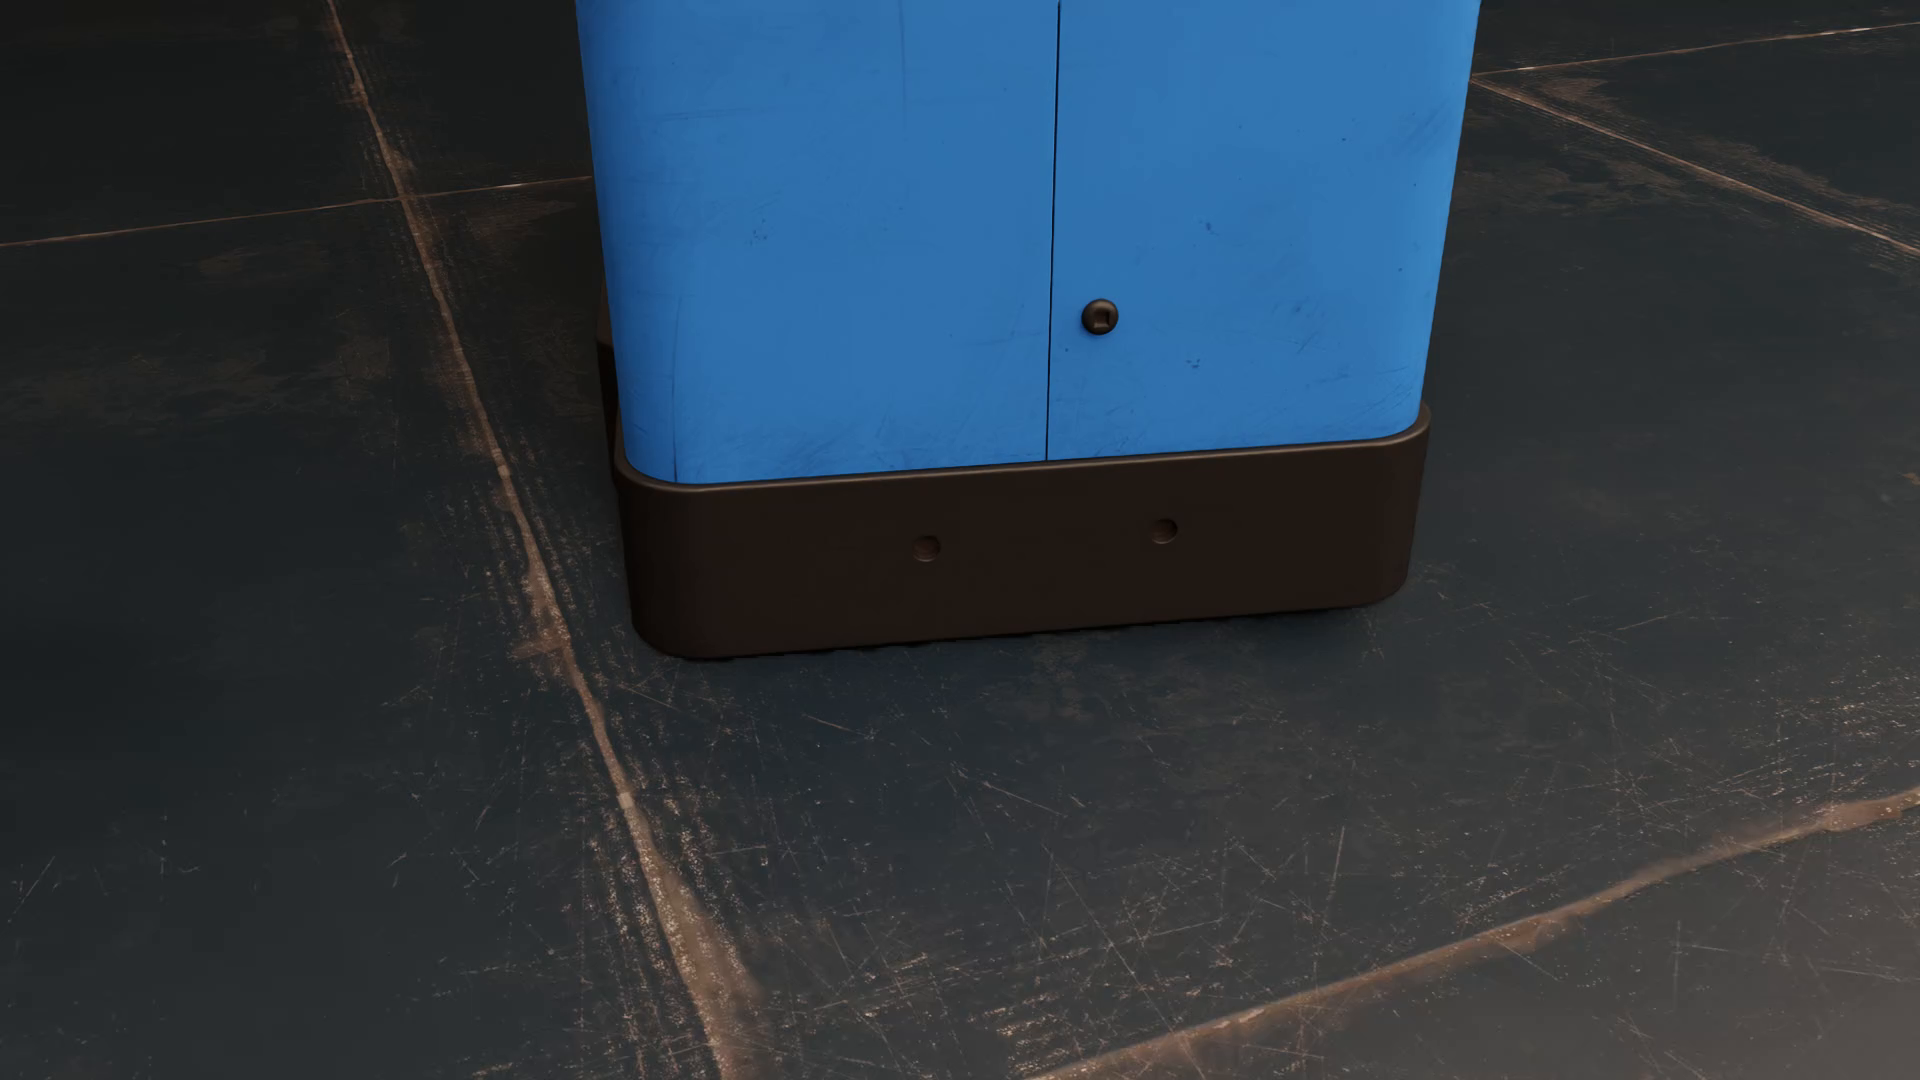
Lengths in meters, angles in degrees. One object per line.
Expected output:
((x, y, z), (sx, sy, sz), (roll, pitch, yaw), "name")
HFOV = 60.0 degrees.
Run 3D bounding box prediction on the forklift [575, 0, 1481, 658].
((-0.113, -1.834, 2.758), (1.130, 2.935, 3.031), (-4, 30, -7), "forklift")
